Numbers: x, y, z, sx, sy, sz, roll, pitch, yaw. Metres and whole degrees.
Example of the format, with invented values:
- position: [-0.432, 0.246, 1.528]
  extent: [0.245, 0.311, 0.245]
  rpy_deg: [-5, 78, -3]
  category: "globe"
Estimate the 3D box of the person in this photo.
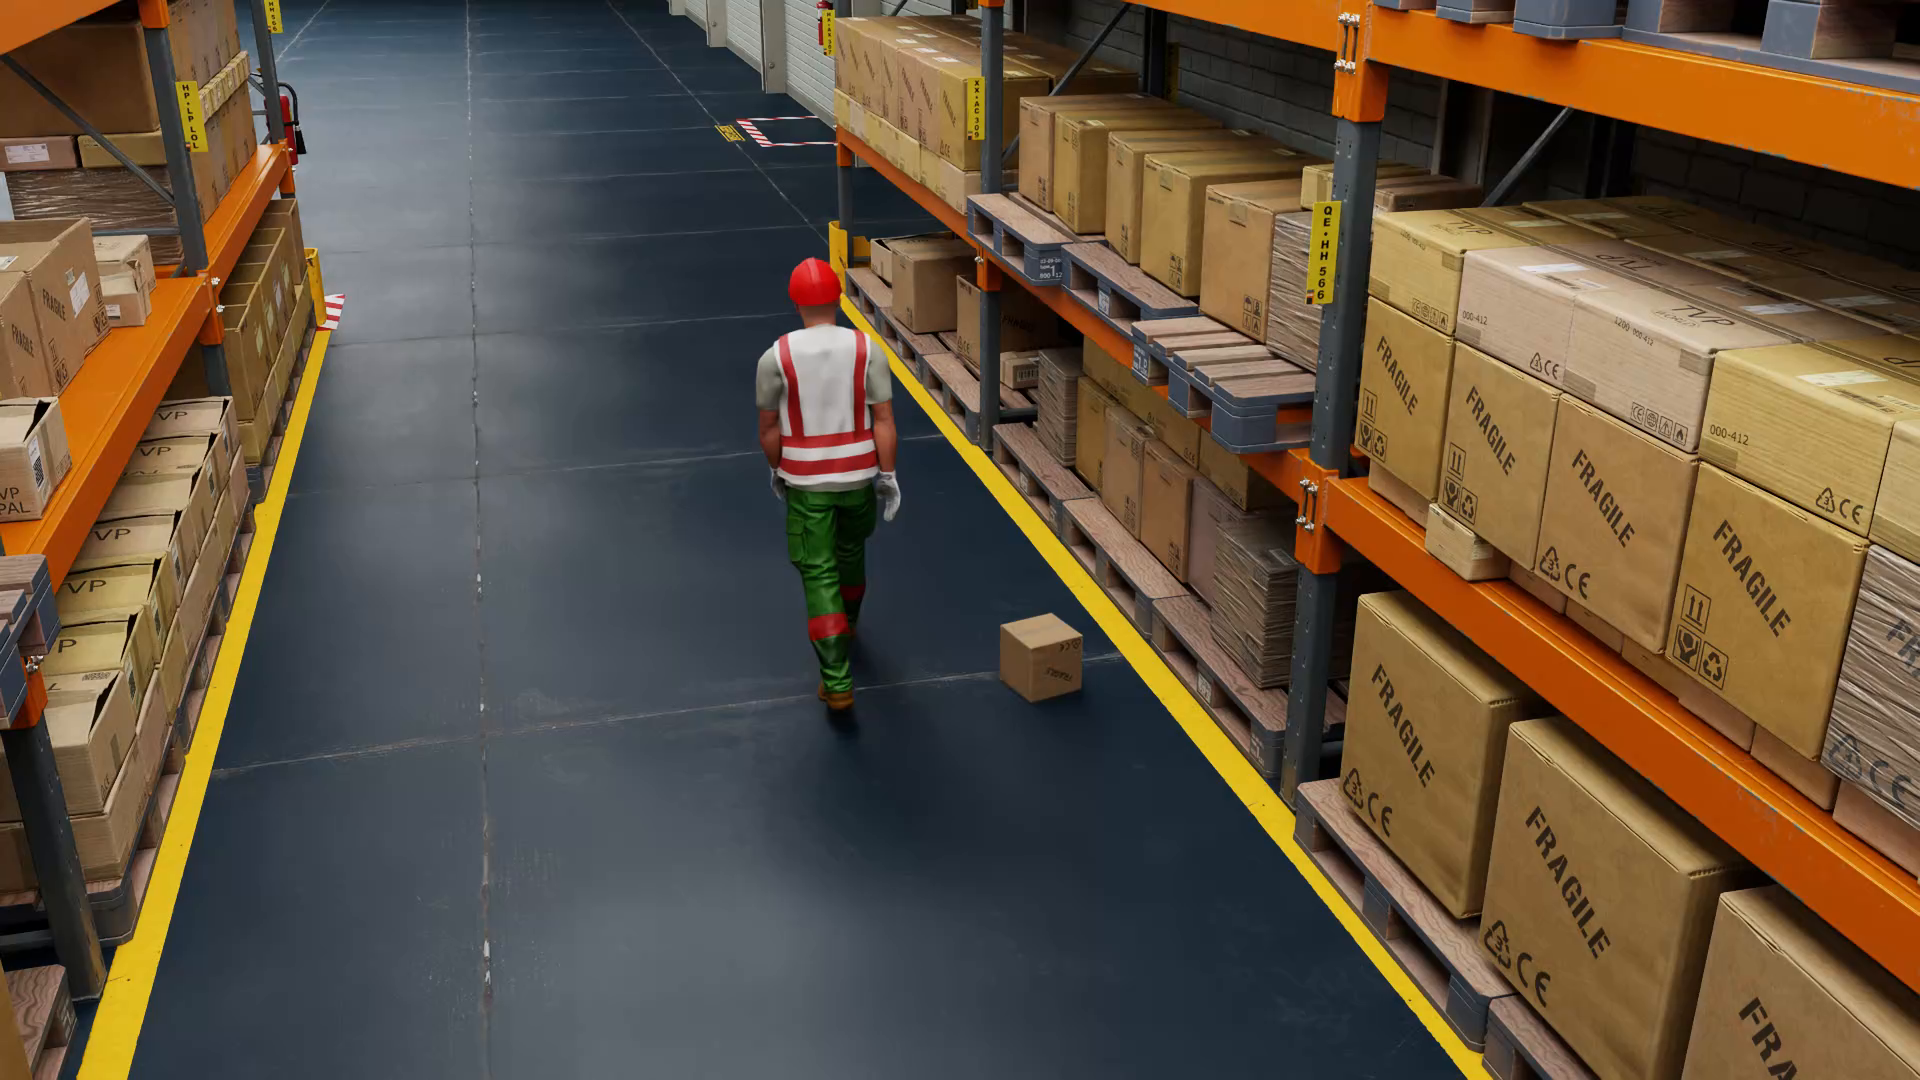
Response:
- position: [-0.535, -0.262, 6.688]
  extent: [0.543, 1.749, 1.043]
  rpy_deg: [-6, 24, -15]
  category: "person"
